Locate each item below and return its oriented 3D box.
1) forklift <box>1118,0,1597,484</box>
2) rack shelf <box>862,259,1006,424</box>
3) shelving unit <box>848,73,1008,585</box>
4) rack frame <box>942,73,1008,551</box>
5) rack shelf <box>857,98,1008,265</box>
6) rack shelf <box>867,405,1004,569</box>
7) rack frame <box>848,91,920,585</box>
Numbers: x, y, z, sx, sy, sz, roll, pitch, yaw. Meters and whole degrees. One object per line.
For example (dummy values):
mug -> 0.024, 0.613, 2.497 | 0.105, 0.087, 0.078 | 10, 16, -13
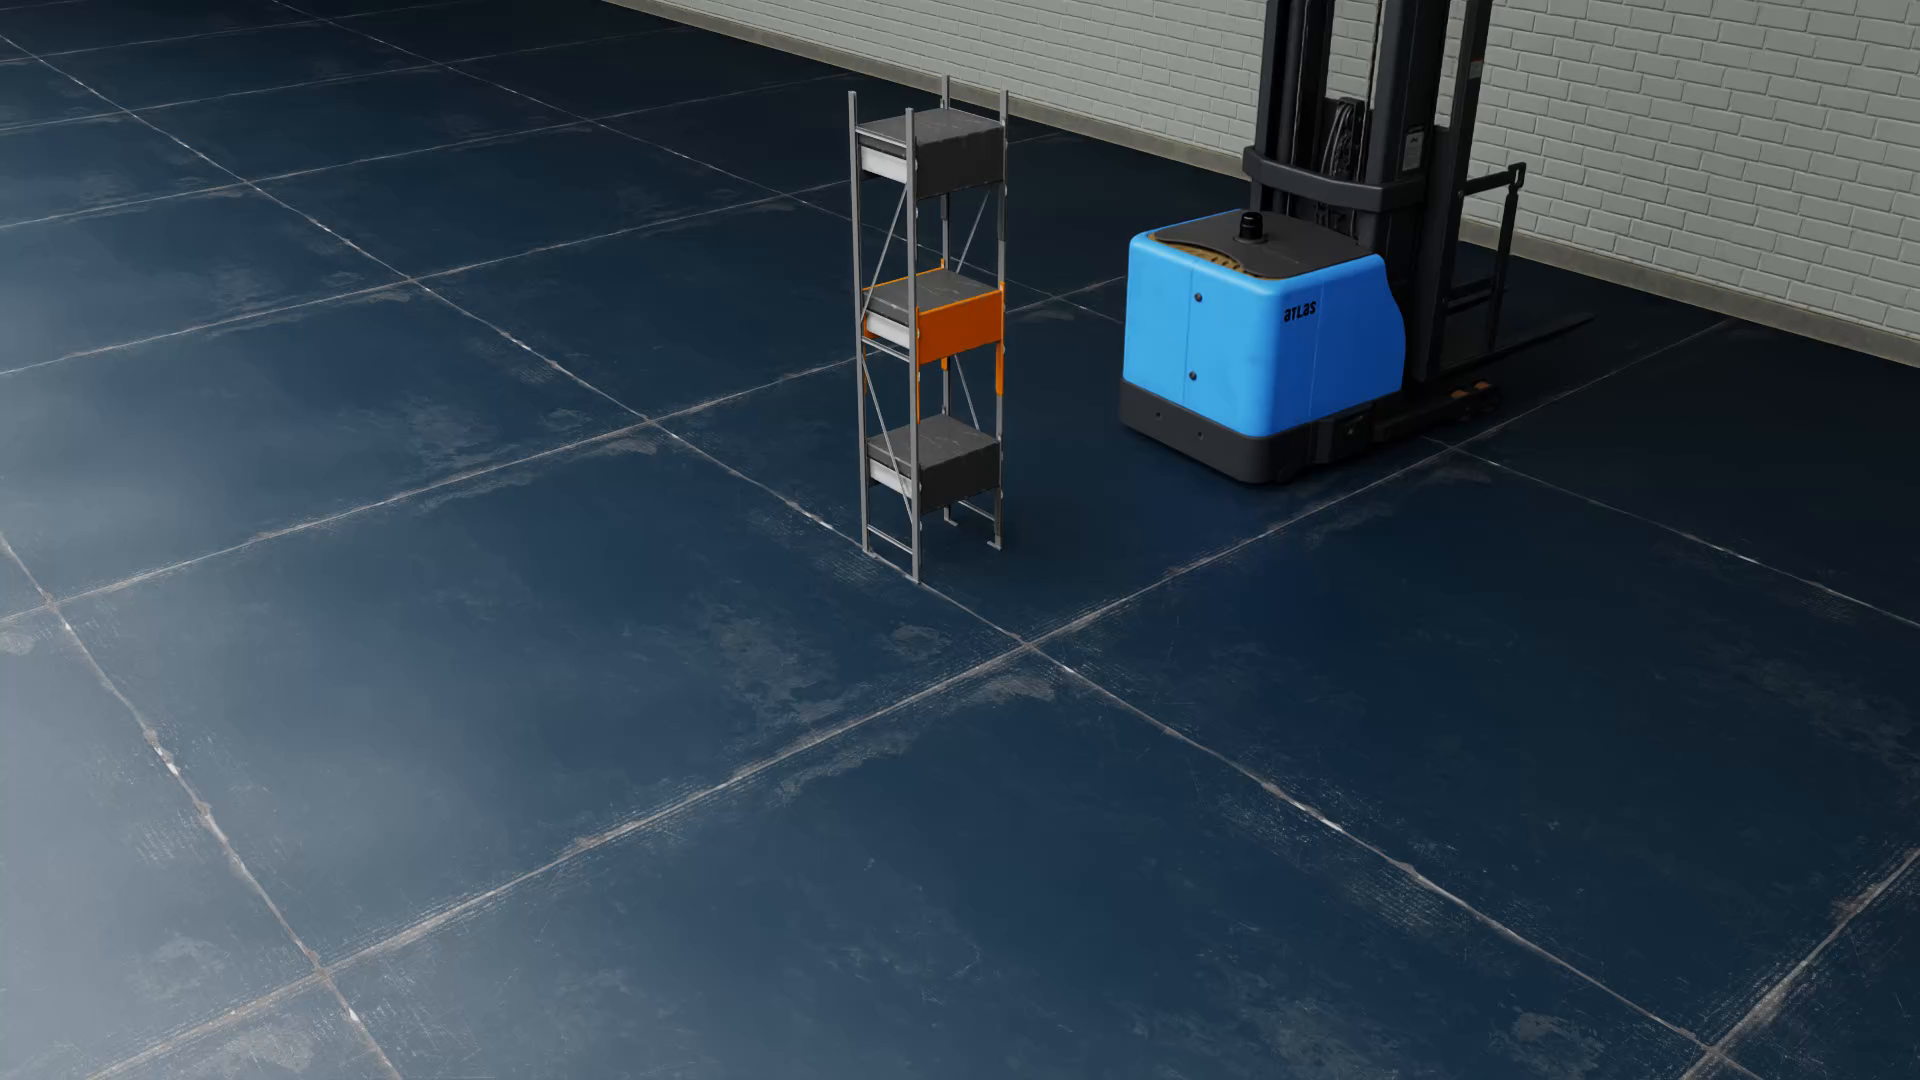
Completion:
forklift -> 2.320, -2.111, 8.590 | 3.031, 2.935, 1.130 | -19, 34, -32
rack shelf -> -0.126, -0.863, 7.167 | 0.480, 0.518, 0.431 | -22, 35, -35
shelving unit -> -0.126, -0.875, 7.160 | 0.503, 2.100, 0.431 | -22, 35, -35
rack frame -> 0.060, -0.950, 7.300 | 0.015, 2.100, 0.400 | -22, 35, -35
rack shelf -> -0.126, -1.481, 6.837 | 0.480, 0.518, 0.431 | -22, 35, -35
rack shelf -> -0.126, -0.246, 7.497 | 0.480, 0.518, 0.431 | -22, 35, -35
rack frame -> -0.312, -0.801, 7.021 | 0.015, 2.100, 0.400 | -22, 35, -35
